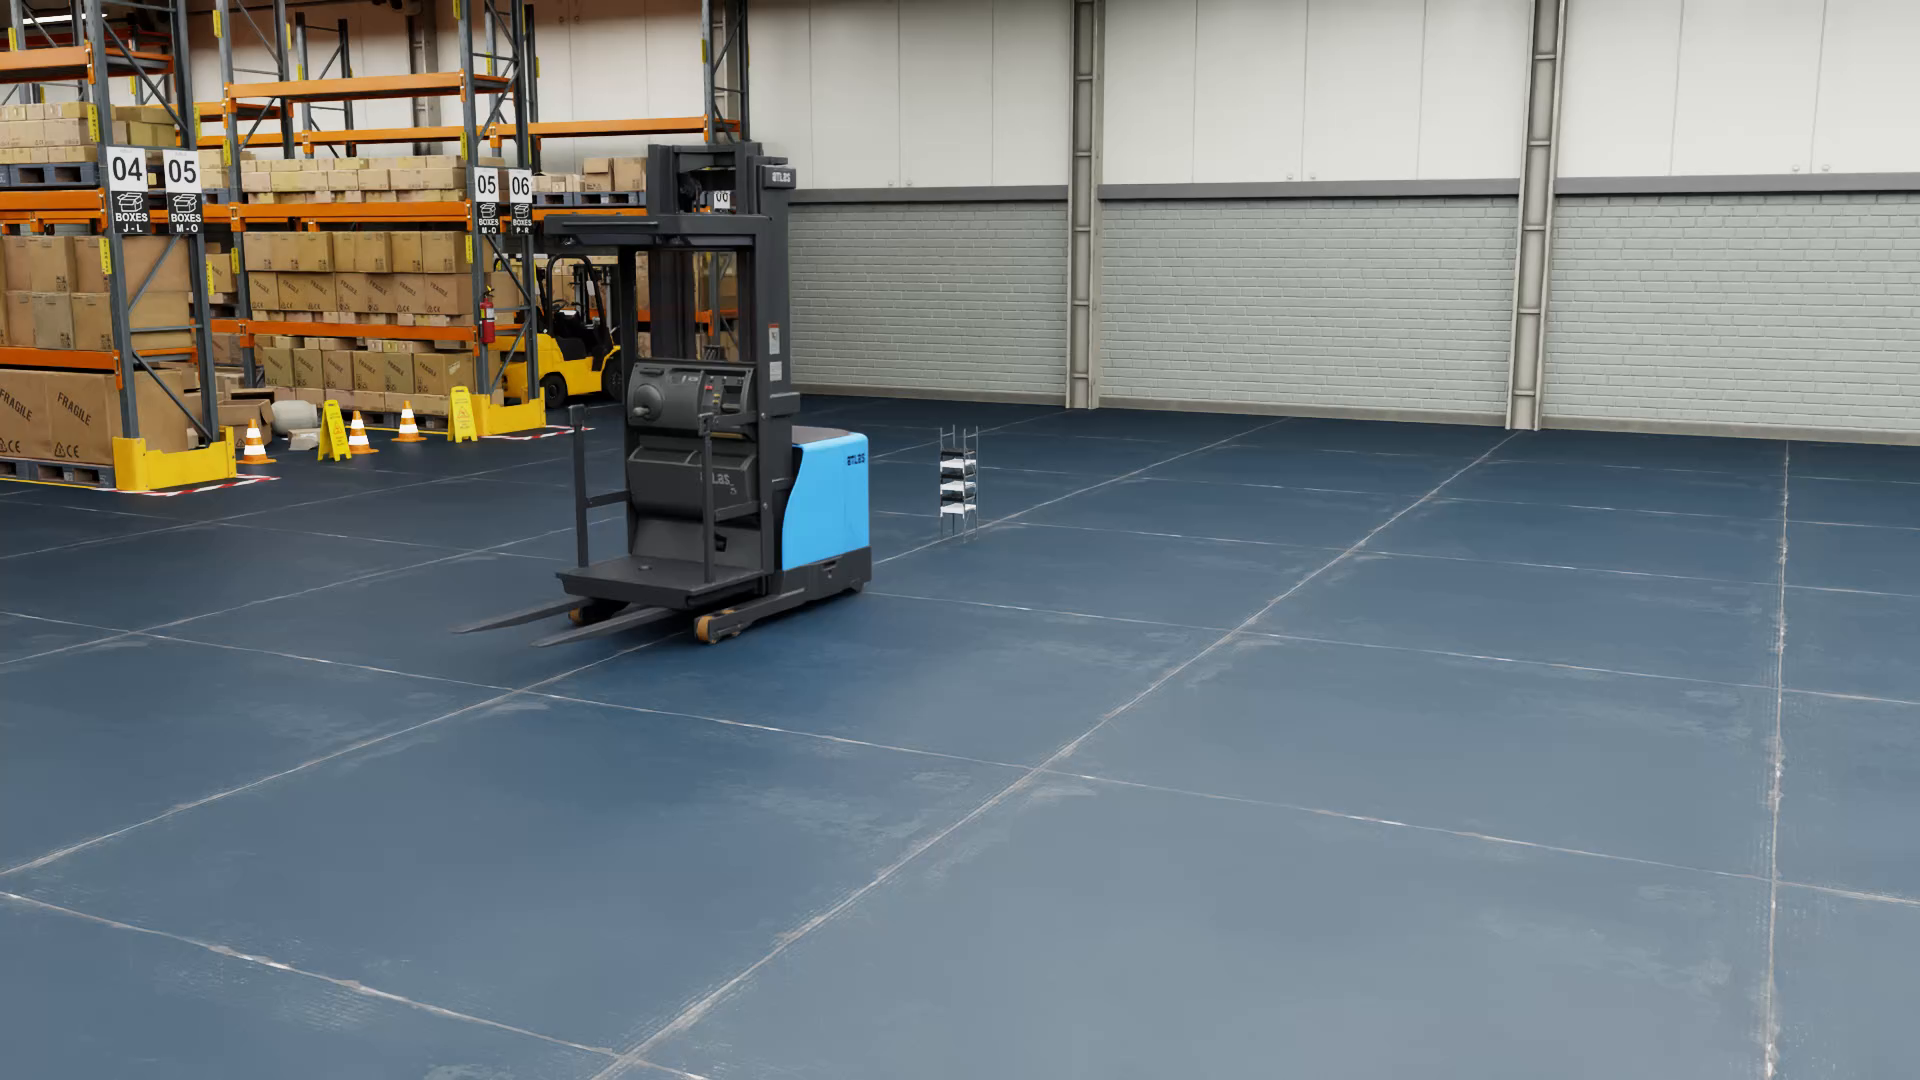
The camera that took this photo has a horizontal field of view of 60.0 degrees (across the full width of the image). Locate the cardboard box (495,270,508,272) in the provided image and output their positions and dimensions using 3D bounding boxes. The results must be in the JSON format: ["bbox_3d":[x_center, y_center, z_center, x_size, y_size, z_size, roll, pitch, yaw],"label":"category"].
[{"bbox_3d":[-7.405,-4.309,26.511,0.250,0.149,0.380,5,12,28],"label":"cardboard box"}]

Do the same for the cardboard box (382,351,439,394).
[{"bbox_3d":[-6.910,-2.125,20.986,0.500,0.500,0.500,6,12,28],"label":"cardboard box"}]

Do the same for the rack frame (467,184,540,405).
[{"bbox_3d":[-5.606,-2.840,20.502,0.127,3.000,1.000,5,11,26],"label":"rack frame"}]

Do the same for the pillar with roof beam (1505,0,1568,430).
[{"bbox_3d":[5.218,-5.151,16.424,0.400,9.000,9.100,5,11,26],"label":"pillar with roof beam"}]

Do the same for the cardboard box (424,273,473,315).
[{"bbox_3d":[-6.215,-3.035,20.460,0.500,0.500,0.500,5,11,25],"label":"cardboard box"}]

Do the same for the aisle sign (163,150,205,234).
[{"bbox_3d":[-7.510,-3.363,16.092,0.004,0.787,0.394,5,11,26],"label":"aisle sign"}]

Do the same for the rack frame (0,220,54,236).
[{"bbox_3d":[-17.762,-4.894,31.850,0.127,3.000,1.000,5,11,26],"label":"rack frame"}]

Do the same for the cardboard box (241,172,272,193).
[{"bbox_3d":[-8.920,-4.626,21.530,0.500,0.250,0.500,5,11,25],"label":"cardboard box"}]

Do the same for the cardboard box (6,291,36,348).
[{"bbox_3d":[-9.008,-2.242,16.773,0.550,0.550,0.875,5,11,26],"label":"cardboard box"}]

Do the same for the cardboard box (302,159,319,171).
[{"bbox_3d":[-8.108,-4.749,21.091,0.250,0.149,0.380,5,11,24],"label":"cardboard box"}]

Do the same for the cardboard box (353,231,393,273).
[{"bbox_3d":[-7.115,-3.598,20.765,0.500,0.500,0.700,5,11,25],"label":"cardboard box"}]

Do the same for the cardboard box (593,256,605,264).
[{"bbox_3d":[-5.424,-4.285,25.548,0.250,0.149,0.380,5,11,26],"label":"cardboard box"}]

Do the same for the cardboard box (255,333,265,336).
[{"bbox_3d":[-12.058,-3.650,28.994,0.250,0.149,0.380,5,11,25],"label":"cardboard box"}]

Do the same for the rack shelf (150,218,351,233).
[{"bbox_3d":[-12.381,-5.544,29.035,4.000,0.370,1.077,5,11,26],"label":"rack shelf"}]

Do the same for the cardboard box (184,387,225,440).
[{"bbox_3d":[-9.144,-1.485,19.643,0.503,0.637,0.797,5,11,26],"label":"cardboard box"}]

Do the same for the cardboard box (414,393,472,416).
[{"bbox_3d":[-6.472,-1.717,20.834,0.500,0.250,0.500,5,11,26],"label":"cardboard box"}]

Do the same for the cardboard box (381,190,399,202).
[{"bbox_3d":[-6.953,-4.260,20.627,0.250,0.149,0.380,5,11,25],"label":"cardboard box"}]

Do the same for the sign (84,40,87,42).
[{"bbox_3d":[-12.549,-7.009,23.844,0.005,0.325,0.100,5,11,26],"label":"sign"}]

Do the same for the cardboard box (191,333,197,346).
[{"bbox_3d":[-13.359,-3.441,29.661,0.500,0.500,0.500,5,11,25],"label":"cardboard box"}]

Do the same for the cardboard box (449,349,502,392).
[{"bbox_3d":[-6.229,-2.173,21.248,0.500,0.500,0.500,5,11,24],"label":"cardboard box"}]

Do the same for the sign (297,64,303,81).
[{"bbox_3d":[-10.819,-7.627,27.259,0.005,0.325,0.100,5,11,26],"label":"sign"}]

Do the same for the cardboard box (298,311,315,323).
[{"bbox_3d":[-8.345,-2.903,21.554,0.250,0.149,0.380,5,12,28],"label":"cardboard box"}]

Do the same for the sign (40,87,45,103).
[{"bbox_3d":[-17.498,-8.471,31.699,0.005,0.325,0.100,5,11,26],"label":"sign"}]

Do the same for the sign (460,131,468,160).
[{"bbox_3d":[-5.870,-4.665,19.675,0.005,0.325,0.100,5,11,26],"label":"sign"}]

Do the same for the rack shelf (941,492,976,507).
[{"bbox_3d":[-0.007,-0.322,13.176,0.200,0.077,0.258,5,11,26],"label":"rack shelf"}]

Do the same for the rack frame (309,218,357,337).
[{"bbox_3d":[-10.588,-4.264,28.367,0.127,3.000,1.000,5,11,26],"label":"rack frame"}]

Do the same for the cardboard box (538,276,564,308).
[{"bbox_3d":[-6.244,-3.883,25.981,0.500,0.500,0.500,5,12,27],"label":"cardboard box"}]

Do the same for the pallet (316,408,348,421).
[{"bbox_3d":[-8.576,-1.736,22.231,1.213,0.211,1.003,5,11,26],"label":"pallet"}]

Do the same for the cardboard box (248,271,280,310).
[{"bbox_3d":[-8.922,-3.272,21.771,0.500,0.500,0.500,5,11,26],"label":"cardboard box"}]

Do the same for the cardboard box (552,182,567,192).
[{"bbox_3d":[-6.043,-5.413,25.536,0.250,0.149,0.380,5,12,28],"label":"cardboard box"}]

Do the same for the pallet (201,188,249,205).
[{"bbox_3d":[-9.700,-4.605,22.356,1.003,0.211,1.213,5,11,26],"label":"pallet"}]

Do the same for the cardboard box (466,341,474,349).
[{"bbox_3d":[-7.473,-3.026,27.017,0.625,0.625,0.875,6,12,28],"label":"cardboard box"}]

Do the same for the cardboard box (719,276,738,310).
[{"bbox_3d":[-3.735,-3.766,25.336,0.500,0.500,0.500,5,12,28],"label":"cardboard box"}]

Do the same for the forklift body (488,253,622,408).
[{"bbox_3d":[-5.921,-3.074,24.175,1.214,2.155,2.313,5,11,26],"label":"forklift body"}]

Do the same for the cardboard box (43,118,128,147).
[{"bbox_3d":[-8.269,-3.840,15.730,0.500,0.250,0.500,5,11,27],"label":"cardboard box"}]

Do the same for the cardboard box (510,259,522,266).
[{"bbox_3d":[-6.846,-4.391,26.132,0.250,0.149,0.380,5,12,27],"label":"cardboard box"}]

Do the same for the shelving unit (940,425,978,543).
[{"bbox_3d":[-0.007,-0.443,13.154,0.210,0.900,0.258,5,11,26],"label":"shelving unit"}]

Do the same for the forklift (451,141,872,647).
[{"bbox_3d":[-1.773,-0.921,10.089,1.130,2.935,3.031,6,12,29],"label":"forklift"}]

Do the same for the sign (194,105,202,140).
[{"bbox_3d":[-7.455,-4.075,16.225,0.005,0.325,0.100,5,11,26],"label":"sign"}]

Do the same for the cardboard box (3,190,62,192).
[{"bbox_3d":[-13.185,-5.210,23.702,0.637,0.503,0.797,4,11,22],"label":"cardboard box"}]

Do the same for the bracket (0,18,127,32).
[{"bbox_3d":[-17.240,-9.680,31.341,4.783,0.066,0.076,5,11,26],"label":"bracket"}]

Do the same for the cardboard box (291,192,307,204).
[{"bbox_3d":[-8.334,-4.387,21.329,0.250,0.149,0.380,5,12,28],"label":"cardboard box"}]

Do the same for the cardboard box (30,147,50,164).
[{"bbox_3d":[-8.610,-3.662,15.866,0.250,0.149,0.380,5,11,27],"label":"cardboard box"}]

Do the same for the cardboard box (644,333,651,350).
[{"bbox_3d":[-4.425,-3.005,25.145,0.500,0.250,0.500,5,12,27],"label":"cardboard box"}]

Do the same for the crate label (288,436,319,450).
[{"bbox_3d":[-7.481,-1.108,18.966,0.298,0.136,0.250,-1,10,-4],"label":"crate label"}]

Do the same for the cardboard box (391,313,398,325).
[{"bbox_3d":[-6.945,-2.796,20.962,0.250,0.149,0.380,5,11,27],"label":"cardboard box"}]

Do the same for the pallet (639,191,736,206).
[{"bbox_3d":[-4.036,-5.126,24.955,1.213,0.211,1.003,5,11,26],"label":"pallet"}]

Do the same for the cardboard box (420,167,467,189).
[{"bbox_3d":[-6.184,-4.386,20.207,0.500,0.250,0.500,5,11,25],"label":"cardboard box"}]

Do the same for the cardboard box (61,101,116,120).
[{"bbox_3d":[-8.158,-4.015,15.575,0.250,0.149,0.380,5,11,26],"label":"cardboard box"}]

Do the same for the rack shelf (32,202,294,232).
[{"bbox_3d":[-10.987,-4.435,22.911,4.000,0.370,1.077,5,11,26],"label":"rack shelf"}]

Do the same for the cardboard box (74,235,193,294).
[{"bbox_3d":[-8.022,-2.683,16.176,0.550,0.550,0.875,5,11,26],"label":"cardboard box"}]

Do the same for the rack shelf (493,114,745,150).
[{"bbox_3d":[-5.207,-6.192,25.320,4.000,0.370,1.077,5,11,26],"label":"rack shelf"}]

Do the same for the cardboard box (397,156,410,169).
[{"bbox_3d":[-6.696,-4.637,20.470,0.250,0.149,0.380,5,11,26],"label":"cardboard box"}]

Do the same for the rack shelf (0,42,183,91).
[{"bbox_3d":[-9.500,-4.601,16.526,4.000,0.370,1.077,5,11,26],"label":"rack shelf"}]

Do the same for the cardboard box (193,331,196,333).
[{"bbox_3d":[-13.453,-3.776,29.691,0.250,0.149,0.380,4,11,23],"label":"cardboard box"}]

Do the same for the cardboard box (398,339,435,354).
[{"bbox_3d":[-6.799,-2.422,20.804,0.250,0.149,0.380,5,12,27],"label":"cardboard box"}]
